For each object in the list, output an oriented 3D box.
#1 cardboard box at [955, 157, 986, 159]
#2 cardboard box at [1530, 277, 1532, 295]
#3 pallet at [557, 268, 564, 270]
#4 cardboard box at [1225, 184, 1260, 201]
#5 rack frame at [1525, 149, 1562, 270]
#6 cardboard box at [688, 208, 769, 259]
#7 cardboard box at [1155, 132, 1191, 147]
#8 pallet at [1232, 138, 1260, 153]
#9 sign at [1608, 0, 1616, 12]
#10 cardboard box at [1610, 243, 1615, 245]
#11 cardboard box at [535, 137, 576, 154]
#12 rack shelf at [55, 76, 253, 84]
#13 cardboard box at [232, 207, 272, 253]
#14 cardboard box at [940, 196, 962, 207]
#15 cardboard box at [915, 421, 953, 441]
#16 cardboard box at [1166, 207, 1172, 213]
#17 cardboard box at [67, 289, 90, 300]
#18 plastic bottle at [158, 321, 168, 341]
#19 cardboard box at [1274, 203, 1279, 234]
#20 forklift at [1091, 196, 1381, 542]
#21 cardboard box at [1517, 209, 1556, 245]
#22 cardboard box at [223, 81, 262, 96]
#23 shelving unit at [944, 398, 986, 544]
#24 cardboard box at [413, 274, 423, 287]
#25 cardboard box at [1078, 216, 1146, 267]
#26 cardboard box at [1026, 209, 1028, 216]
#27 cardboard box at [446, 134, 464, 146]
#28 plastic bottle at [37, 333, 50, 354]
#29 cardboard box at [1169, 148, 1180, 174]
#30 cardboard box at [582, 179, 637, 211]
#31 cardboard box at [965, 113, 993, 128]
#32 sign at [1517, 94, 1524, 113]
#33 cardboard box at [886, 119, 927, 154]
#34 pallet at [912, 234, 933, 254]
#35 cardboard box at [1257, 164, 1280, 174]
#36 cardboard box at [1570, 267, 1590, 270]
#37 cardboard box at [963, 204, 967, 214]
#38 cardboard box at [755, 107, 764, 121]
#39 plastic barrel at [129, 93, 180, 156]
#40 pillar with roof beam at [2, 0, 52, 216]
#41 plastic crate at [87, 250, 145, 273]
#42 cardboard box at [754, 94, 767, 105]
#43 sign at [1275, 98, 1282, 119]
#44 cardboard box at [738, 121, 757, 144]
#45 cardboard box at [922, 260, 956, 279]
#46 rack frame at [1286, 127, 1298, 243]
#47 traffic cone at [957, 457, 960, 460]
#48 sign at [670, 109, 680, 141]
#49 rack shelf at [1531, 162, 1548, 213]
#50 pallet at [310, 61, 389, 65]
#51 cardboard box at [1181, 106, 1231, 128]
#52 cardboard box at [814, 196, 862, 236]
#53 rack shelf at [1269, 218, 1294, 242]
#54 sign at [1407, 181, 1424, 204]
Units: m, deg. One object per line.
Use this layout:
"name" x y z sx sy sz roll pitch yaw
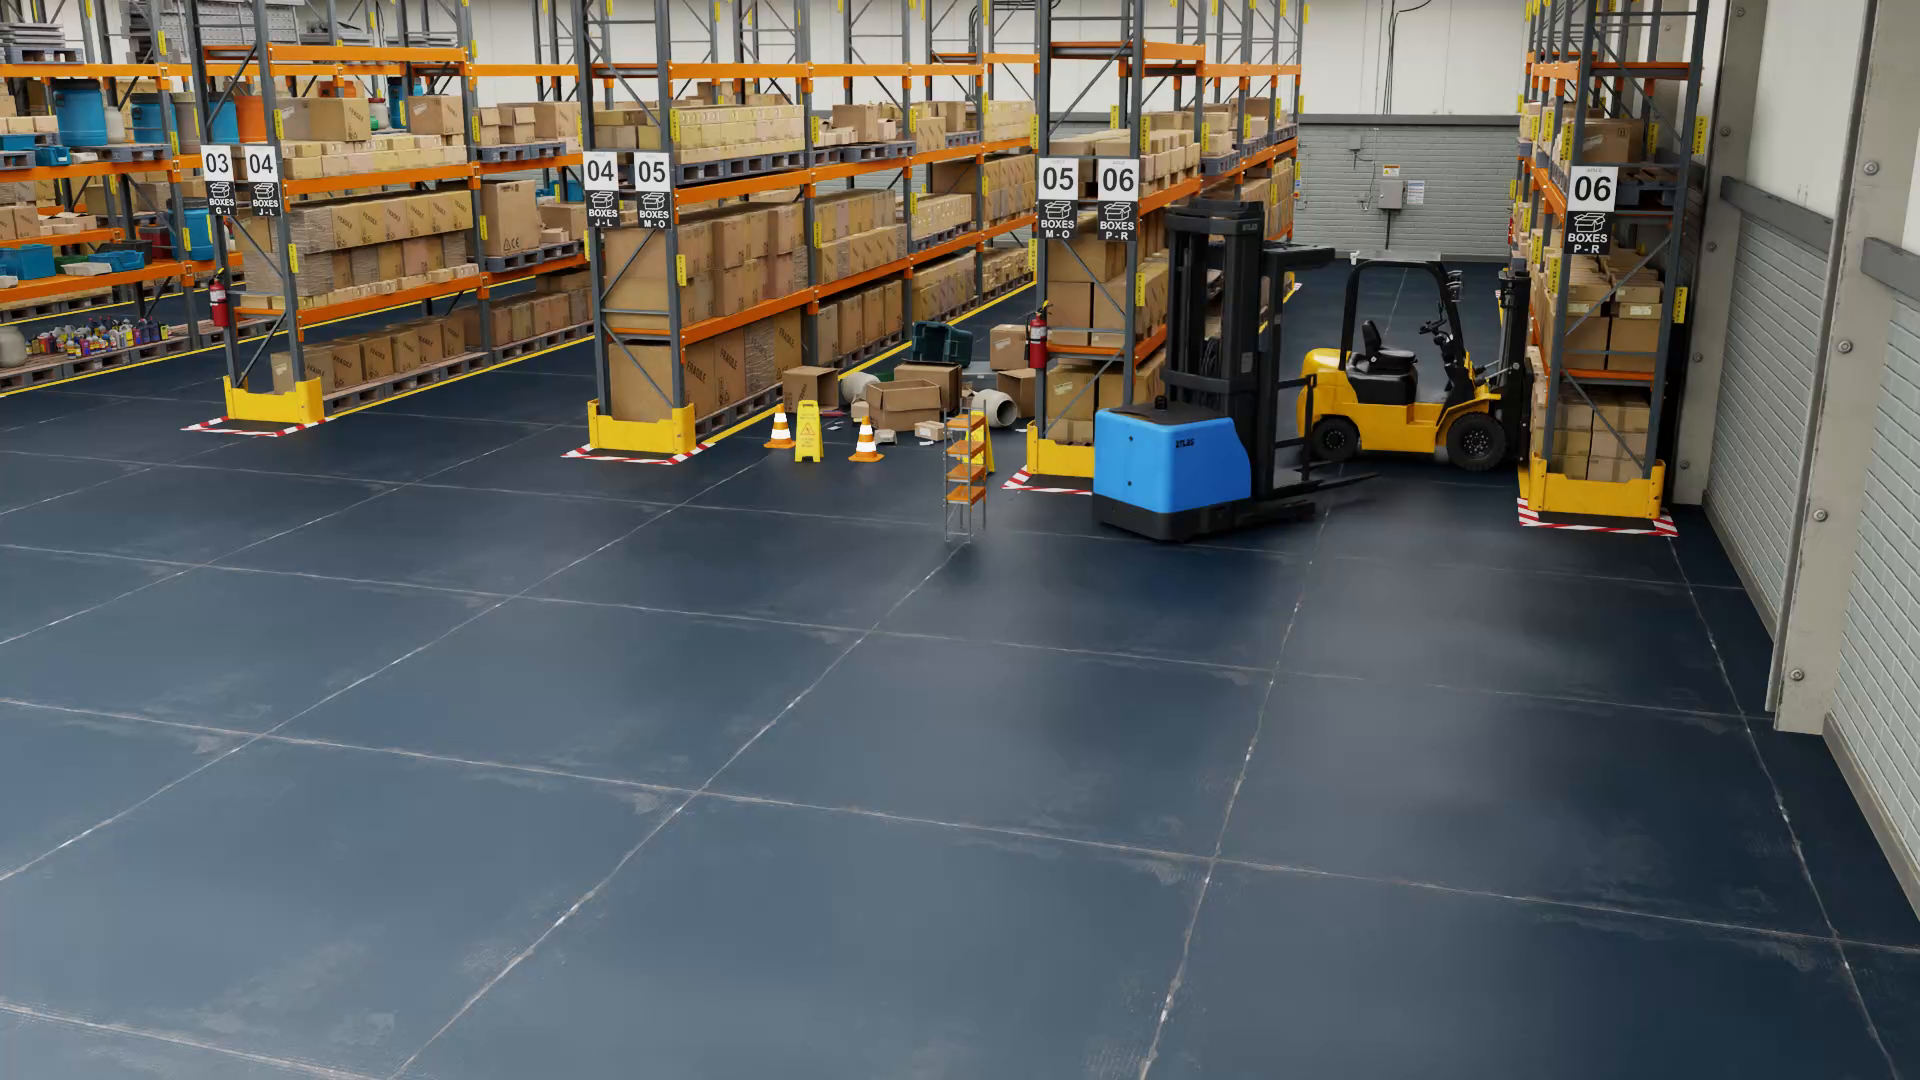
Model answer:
"cardboard box" 0.209 -6.834 30.867 0.500 0.500 0.500 4 16 14
"cardboard box" 7.503 -3.254 21.079 0.500 0.250 0.500 5 17 18
"pallet" -8.708 -5.900 35.245 1.003 0.211 1.213 5 16 16
"cardboard box" 4.355 -5.245 25.807 0.500 0.500 0.500 5 17 17
"rack frame" 8.300 -3.825 22.818 1.000 3.000 0.127 5 16 16
"cardboard box" -2.839 -3.734 20.244 0.875 0.550 0.550 5 16 16
"cardboard box" 2.415 -4.555 18.895 0.380 0.149 0.250 5 17 18
"pallet" 3.987 -6.027 25.429 1.003 0.211 1.213 5 17 18
"sign" 9.971 -8.242 25.394 0.100 0.325 0.005 5 16 16
"cardboard box" 7.947 -3.609 20.685 0.380 0.149 0.250 5 17 16
"cardboard box" -6.135 -5.943 25.063 0.500 0.250 0.500 5 17 17
"rack shelf" -14.890 -8.618 30.772 1.077 0.370 4.000 5 16 16
"cardboard box" -8.315 -3.720 19.886 0.500 0.500 0.500 5 16 16
"cardboard box" -0.176 -5.722 28.108 0.380 0.149 0.250 4 16 14
"cardboard box" -0.298 -1.244 18.942 0.250 0.149 0.380 -15 21 -41
"cardboard box" 2.557 -4.261 21.668 0.380 0.149 0.250 4 16 13
"cardboard box" -15.517 -4.334 28.882 0.500 0.250 0.500 4 16 15
"plastic bottle" -11.667 -3.069 24.322 0.061 0.283 0.133 5 17 19
"cardboard box" 5.208 -5.537 28.672 0.500 0.500 0.500 5 17 16
"forklift" 2.706 -1.683 15.391 3.031 2.935 1.130 -11 19 -34
"cardboard box" 8.715 -4.672 24.850 0.700 0.500 0.500 5 16 16
"cardboard box" -14.220 -8.896 33.182 0.700 0.500 0.500 5 16 16
"shelving unit" 0.047 -0.621 14.818 0.258 1.200 0.503 5 16 16
"cardboard box" -7.280 -3.408 21.808 0.380 0.149 0.250 5 16 16
"cardboard box" 1.675 -3.332 18.518 0.700 0.500 0.500 5 16 16
"cardboard box" 1.111 -6.369 32.248 0.380 0.149 0.250 5 16 16
"cardboard box" -6.913 -5.386 22.370 0.380 0.149 0.250 5 17 18
"plastic bottle" -12.784 -2.748 23.207 0.152 0.276 0.135 5 17 16
"cardboard box" 2.105 -4.142 18.166 0.500 0.250 0.500 5 17 17
"cardboard box" -5.738 -5.698 27.401 0.797 0.503 0.637 5 17 18
"cardboard box" 0.269 -7.332 29.043 0.500 0.250 0.500 5 17 18
"sign" 10.053 -7.824 29.817 0.100 0.325 0.005 5 16 16
"cardboard box" -0.817 -6.186 25.463 0.500 0.500 0.500 5 16 16
"pallet" -1.134 -4.669 26.144 1.213 0.211 1.003 5 16 16
"cardboard box" 5.338 -6.425 28.781 0.380 0.149 0.250 4 16 14
"cardboard box" 6.193 -2.687 16.889 0.380 0.149 0.250 5 17 17
"cardboard box" -0.095 -5.649 28.393 0.380 0.149 0.250 5 17 16
"cardboard box" -2.529 -5.025 19.599 0.380 0.149 0.250 4 16 15
"plastic barrel" -11.910 -6.149 24.596 0.600 0.901 0.708 5 16 16
"pillar with roof beam" -15.575 -9.979 33.520 9.100 9.000 0.400 5 16 16
"plastic crate" -11.901 -3.933 23.471 0.499 0.251 0.616 5 16 16
"cardboard box" -4.160 -8.395 32.296 0.700 0.500 0.500 3 16 12
"sign" 5.200 -7.059 27.199 0.100 0.325 0.005 5 16 16
"cardboard box" -2.696 -4.740 19.324 0.500 0.250 0.500 5 16 16
"cardboard box" -0.363 -4.486 27.585 0.500 0.250 0.500 4 16 13
"rack frame" 5.814 -6.302 31.551 1.000 3.000 0.127 5 16 16
"traffic cone" 0.152 -1.108 17.888 0.336 0.463 0.334 5 16 16
"sign" -2.978 -4.331 17.356 0.100 0.325 0.005 5 16 16
"rack shelf" 7.732 -4.399 20.662 1.077 0.370 4.000 5 16 16
"pallet" -10.476 -8.151 28.154 1.213 0.211 1.003 5 16 16
"cardboard box" 3.639 -6.176 24.657 0.700 0.500 0.500 4 16 13
"cardboard box" -1.803 -4.578 23.458 0.700 0.500 0.500 4 16 15
"rack shelf" 5.245 -5.433 29.804 1.077 0.370 4.000 5 16 16
"sign" 9.899 -7.548 36.118 0.329 0.494 0.001 5 16 16
